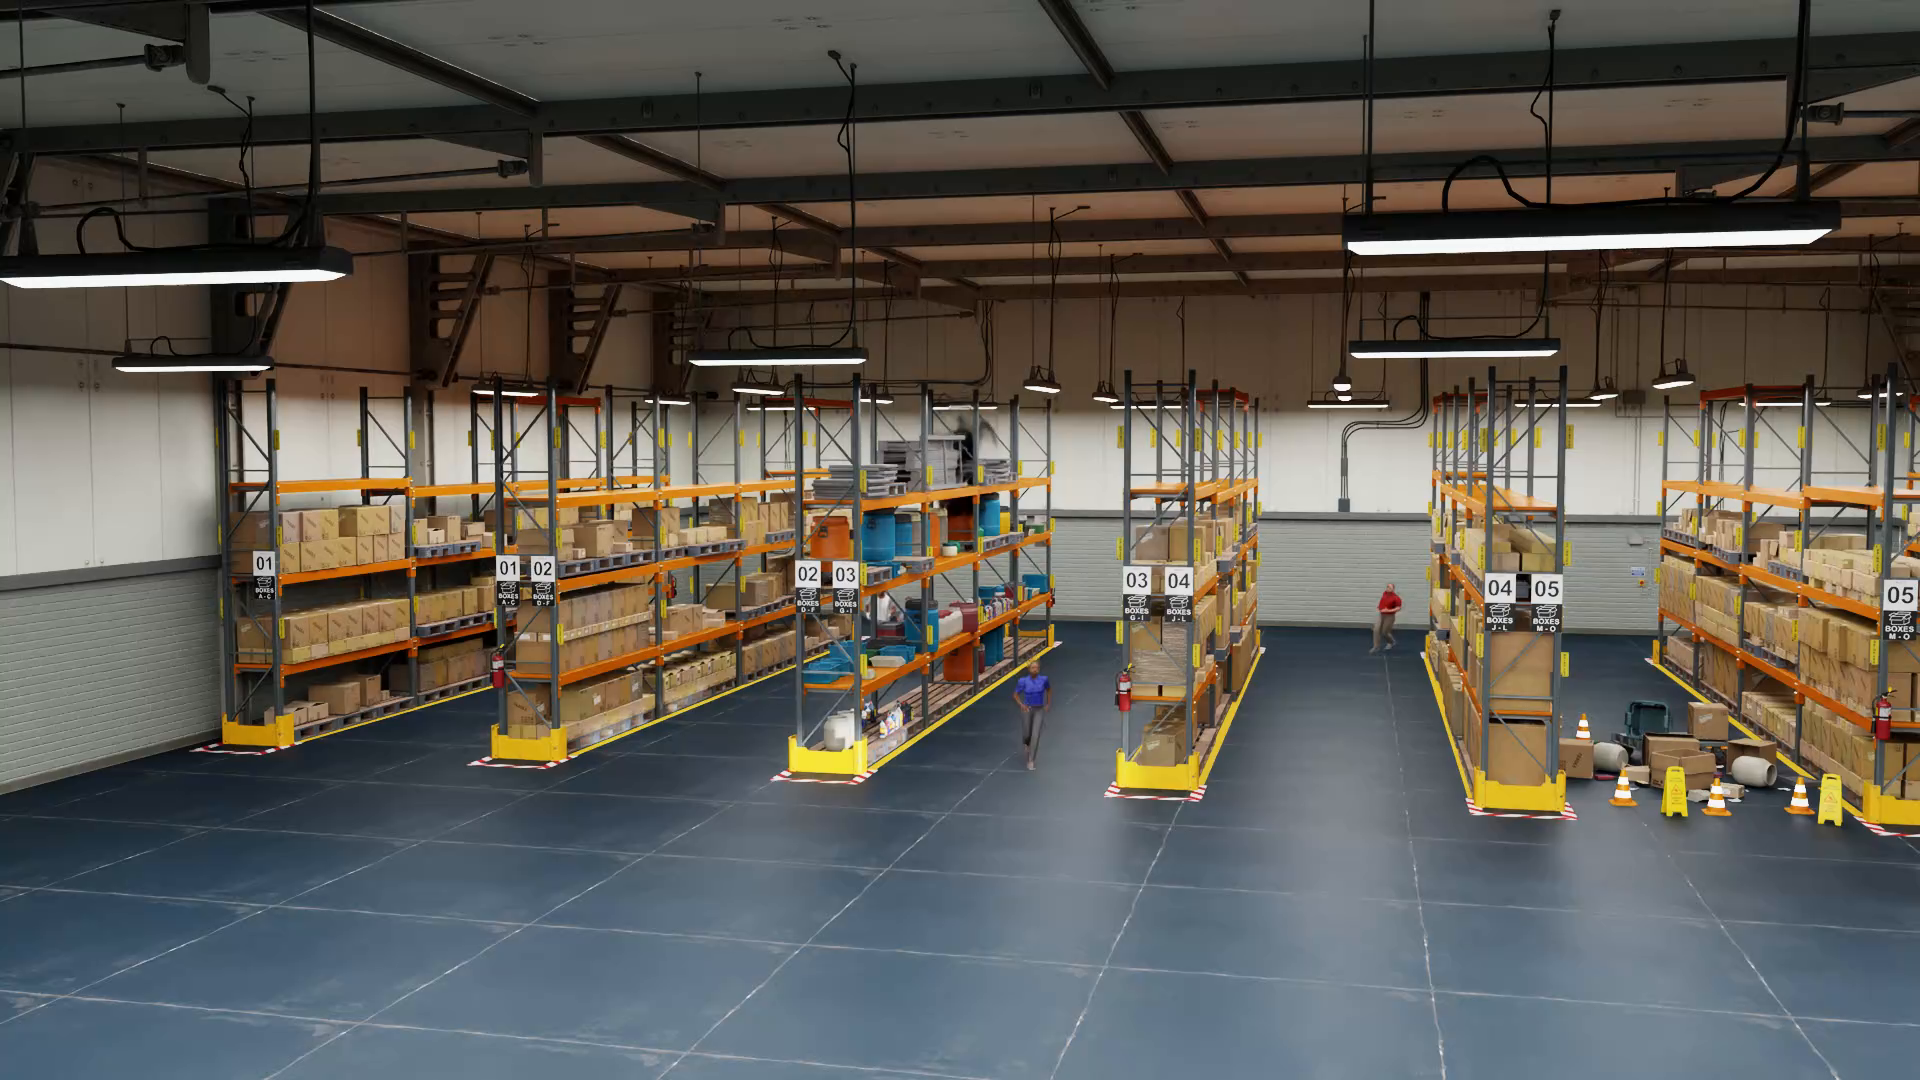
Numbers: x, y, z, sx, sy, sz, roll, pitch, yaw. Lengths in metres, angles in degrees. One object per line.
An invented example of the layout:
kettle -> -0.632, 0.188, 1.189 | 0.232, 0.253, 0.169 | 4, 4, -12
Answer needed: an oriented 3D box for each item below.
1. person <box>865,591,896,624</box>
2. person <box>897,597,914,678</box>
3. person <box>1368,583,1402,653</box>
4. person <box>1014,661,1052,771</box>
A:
person -> -1.829, 1.852, 37.942 | 0.705, 1.751, 0.804 | 0, 3, 2
person -> -1.093, 2.058, 35.453 | 0.593, 1.705, 0.815 | 0, 3, 8
person -> 10.128, 1.840, 39.178 | 0.809, 1.681, 0.700 | -2, 4, -30
person -> 1.123, 2.665, 25.591 | 0.599, 1.646, 0.858 | 0, 3, -3
